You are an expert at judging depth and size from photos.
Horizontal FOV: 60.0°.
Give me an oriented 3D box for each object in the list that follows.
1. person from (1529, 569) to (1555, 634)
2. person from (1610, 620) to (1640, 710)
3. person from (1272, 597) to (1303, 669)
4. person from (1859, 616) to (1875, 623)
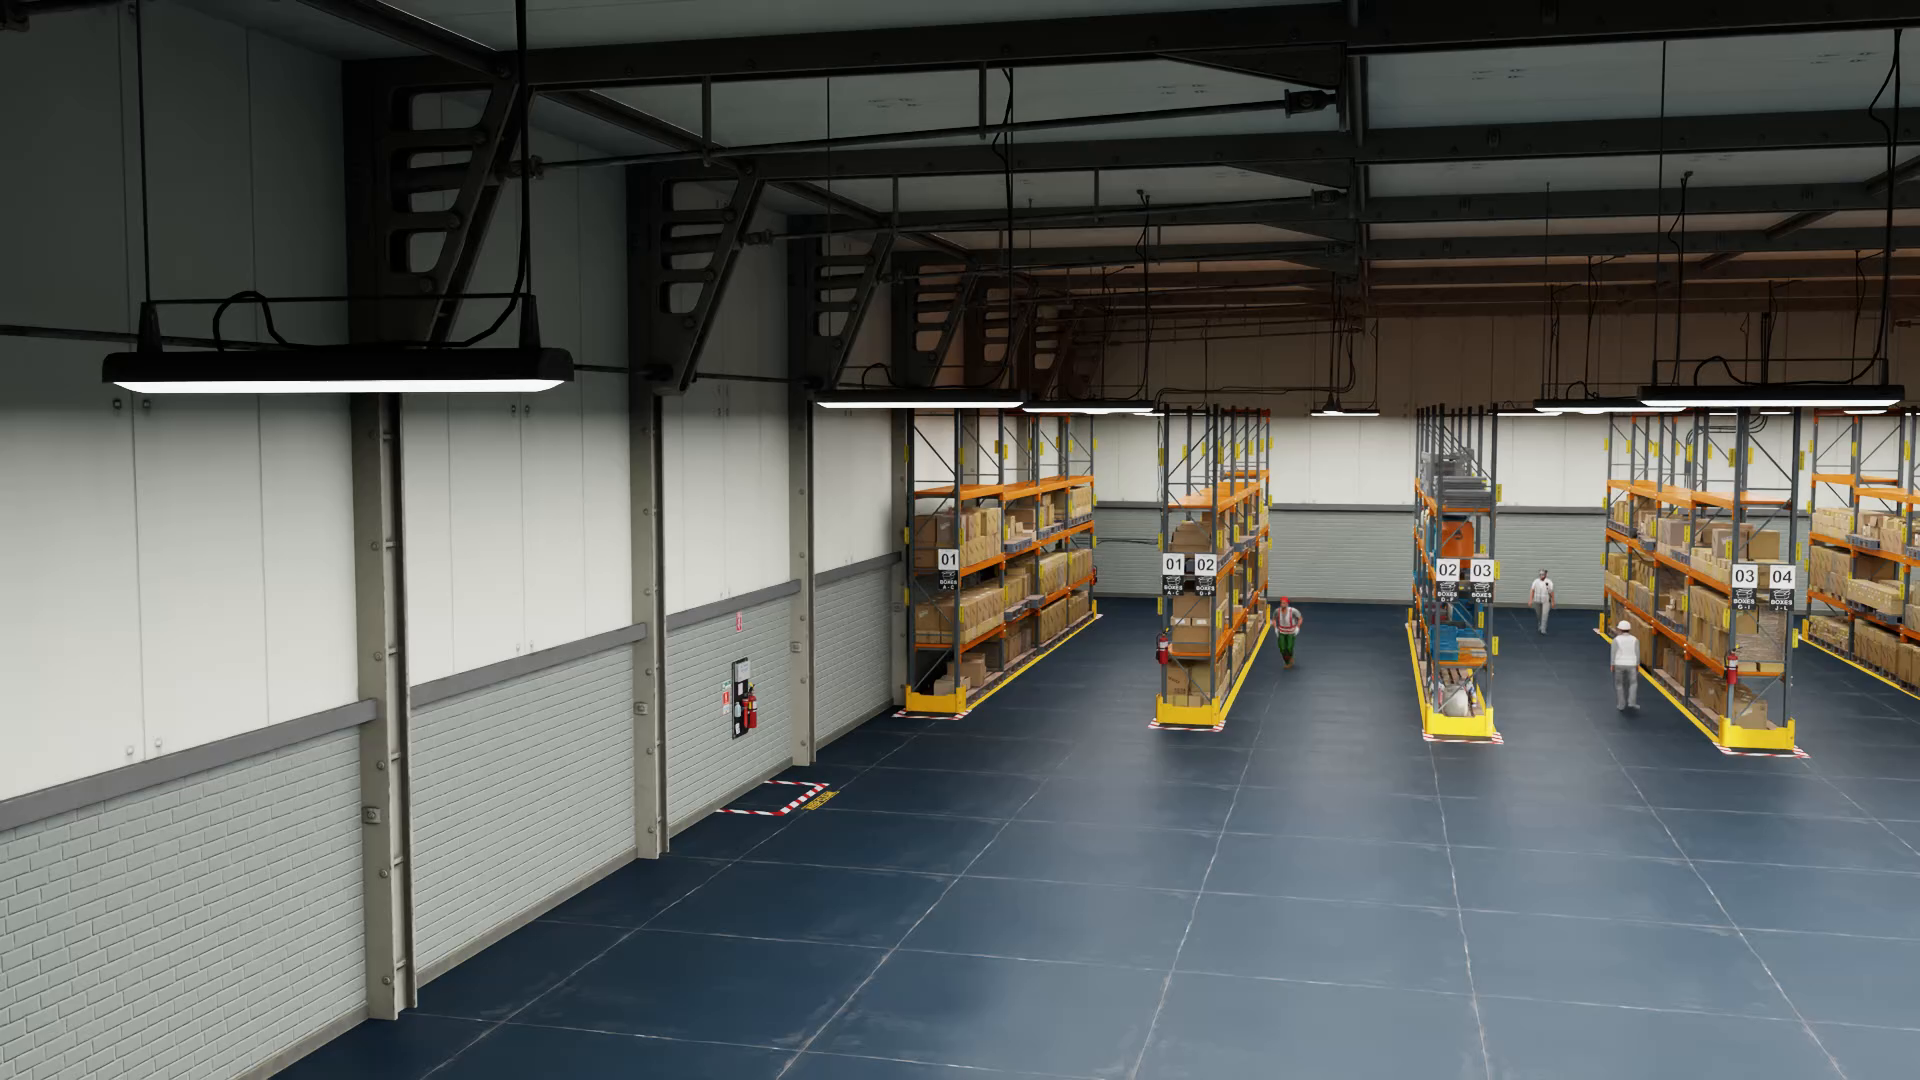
[{"bbox_3d":[15.505,1.624,44.354,0.599,1.697,1.063,3,5,32],"label":"person"},{"bbox_3d":[13.063,2.467,32.652,0.566,1.772,0.537,1,4,12],"label":"person"},{"bbox_3d":[7.483,2.118,38.029,0.696,1.687,0.628,2,4,22],"label":"person"},{"bbox_3d":[24.624,1.562,45.076,1.078,1.737,0.564,-1,4,-14],"label":"person"}]
